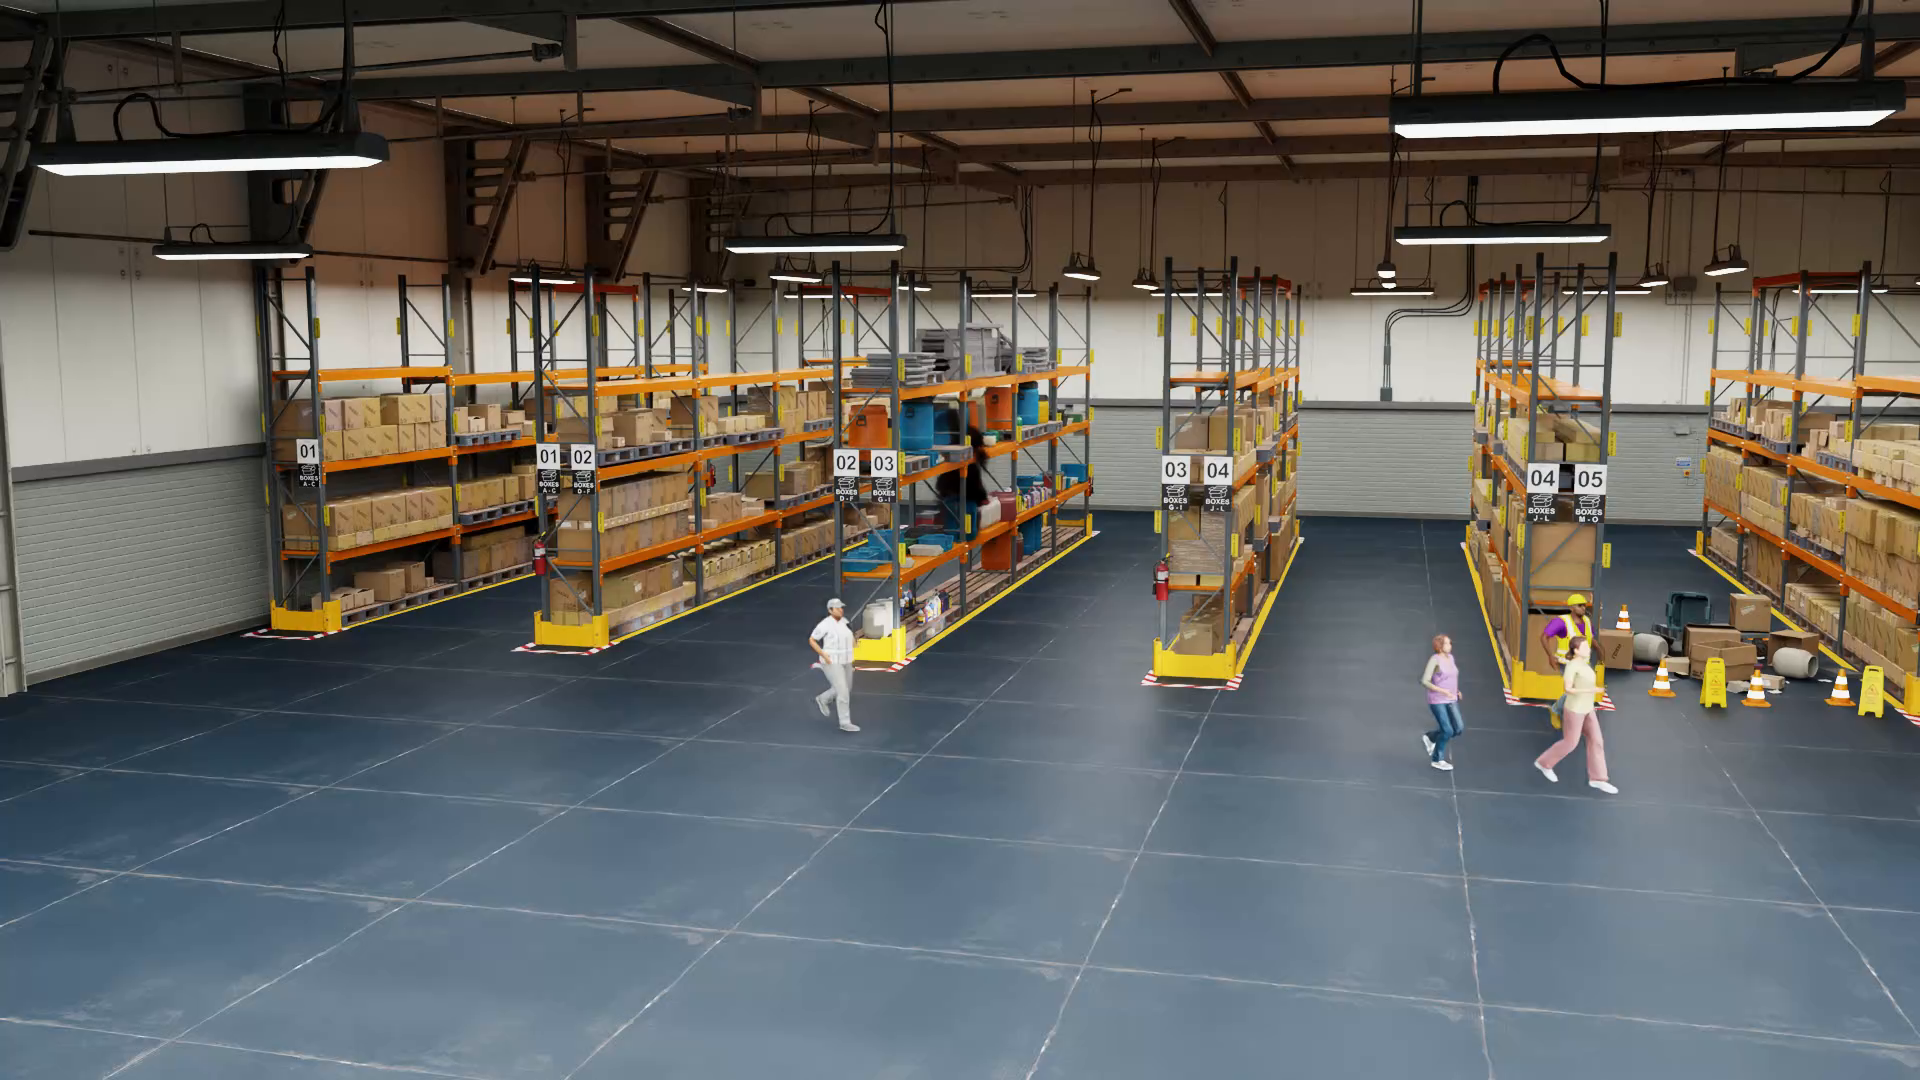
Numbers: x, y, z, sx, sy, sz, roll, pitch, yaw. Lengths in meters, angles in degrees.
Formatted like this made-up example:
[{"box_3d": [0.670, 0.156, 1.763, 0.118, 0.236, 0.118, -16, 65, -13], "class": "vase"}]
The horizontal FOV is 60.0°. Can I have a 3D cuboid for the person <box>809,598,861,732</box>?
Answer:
[{"box_3d": [-1.564, 1.544, 20.894, 0.862, 1.638, 0.619, 6, 9, 39], "class": "person"}]

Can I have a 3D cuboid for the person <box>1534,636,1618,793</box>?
[{"box_3d": [6.709, 1.863, 18.036, 0.580, 1.664, 0.908, -7, 10, -44], "class": "person"}]

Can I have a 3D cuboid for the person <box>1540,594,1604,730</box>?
[{"box_3d": [7.649, 1.529, 20.631, 0.706, 1.728, 0.574, -3, 8, -25], "class": "person"}]

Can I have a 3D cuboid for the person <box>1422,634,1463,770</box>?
[{"box_3d": [5.488, 1.838, 18.957, 0.532, 1.550, 0.560, -5, 9, -36], "class": "person"}]
